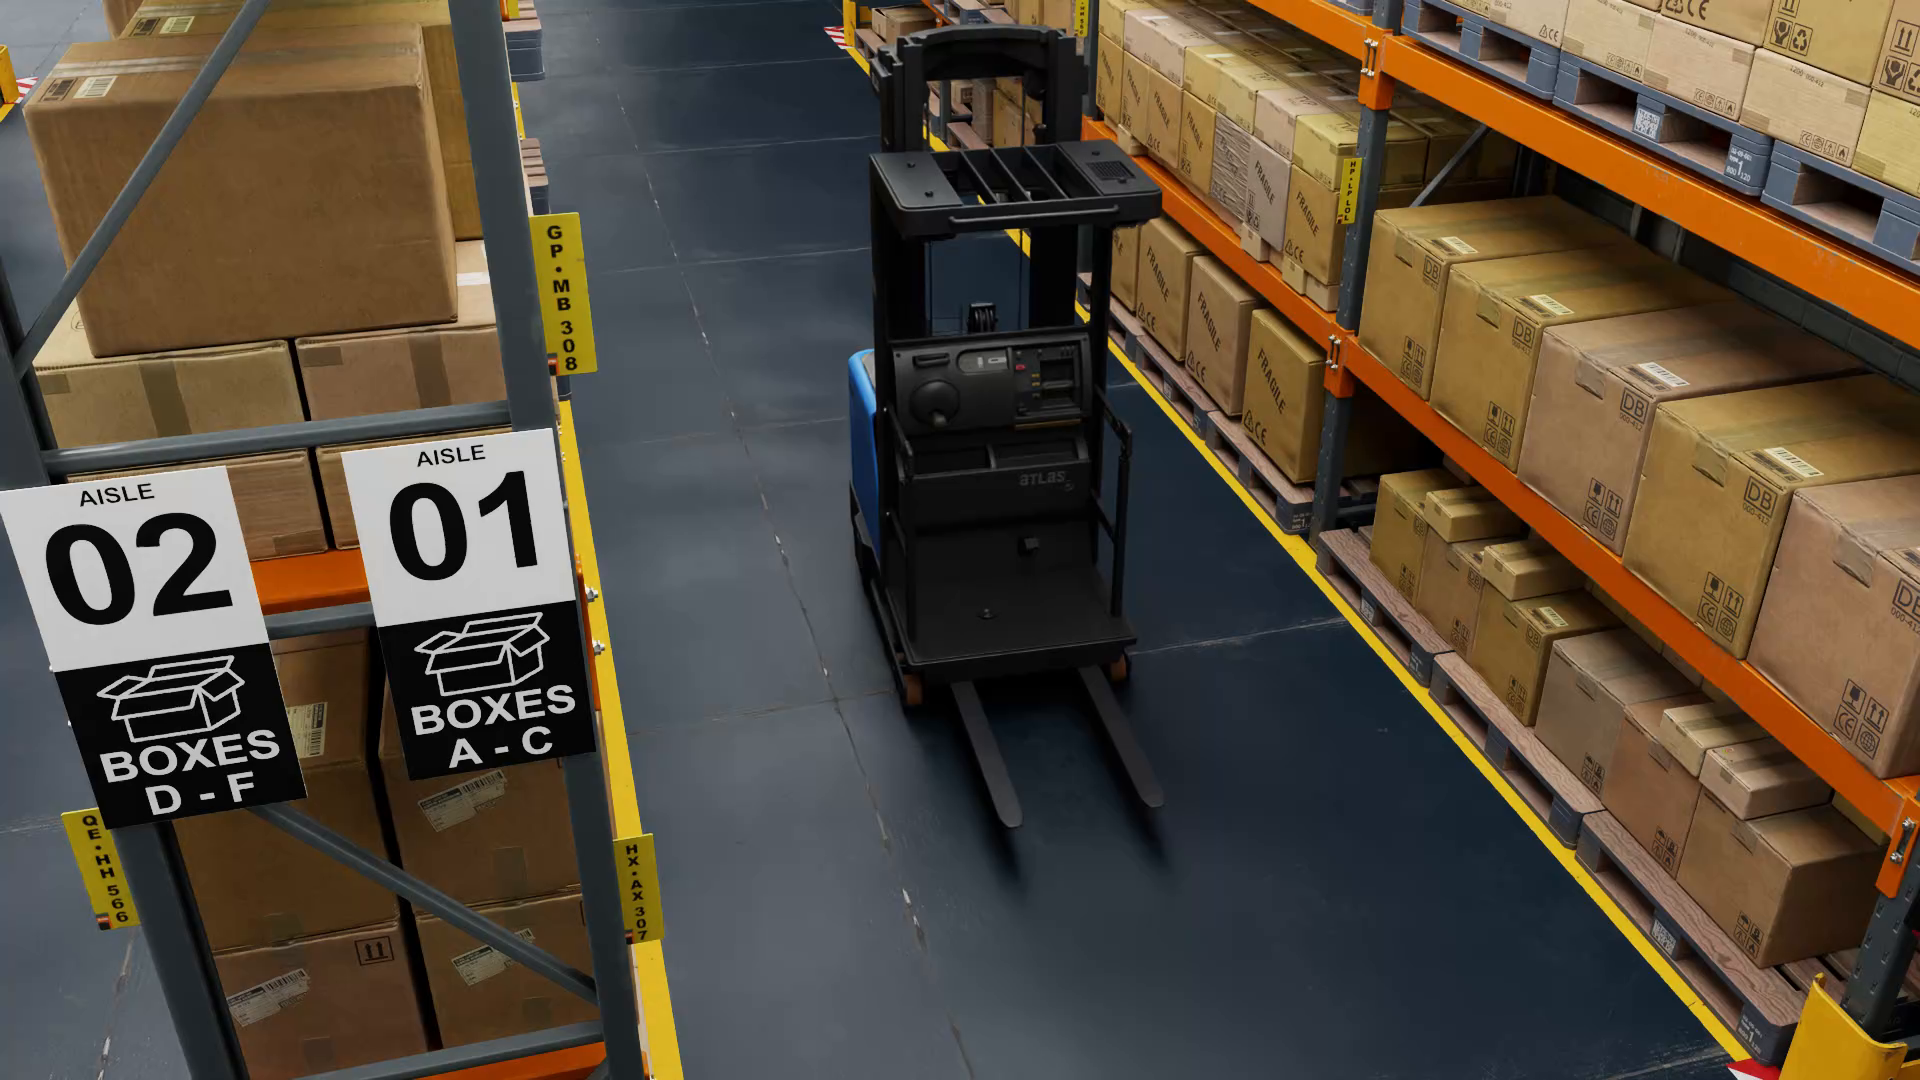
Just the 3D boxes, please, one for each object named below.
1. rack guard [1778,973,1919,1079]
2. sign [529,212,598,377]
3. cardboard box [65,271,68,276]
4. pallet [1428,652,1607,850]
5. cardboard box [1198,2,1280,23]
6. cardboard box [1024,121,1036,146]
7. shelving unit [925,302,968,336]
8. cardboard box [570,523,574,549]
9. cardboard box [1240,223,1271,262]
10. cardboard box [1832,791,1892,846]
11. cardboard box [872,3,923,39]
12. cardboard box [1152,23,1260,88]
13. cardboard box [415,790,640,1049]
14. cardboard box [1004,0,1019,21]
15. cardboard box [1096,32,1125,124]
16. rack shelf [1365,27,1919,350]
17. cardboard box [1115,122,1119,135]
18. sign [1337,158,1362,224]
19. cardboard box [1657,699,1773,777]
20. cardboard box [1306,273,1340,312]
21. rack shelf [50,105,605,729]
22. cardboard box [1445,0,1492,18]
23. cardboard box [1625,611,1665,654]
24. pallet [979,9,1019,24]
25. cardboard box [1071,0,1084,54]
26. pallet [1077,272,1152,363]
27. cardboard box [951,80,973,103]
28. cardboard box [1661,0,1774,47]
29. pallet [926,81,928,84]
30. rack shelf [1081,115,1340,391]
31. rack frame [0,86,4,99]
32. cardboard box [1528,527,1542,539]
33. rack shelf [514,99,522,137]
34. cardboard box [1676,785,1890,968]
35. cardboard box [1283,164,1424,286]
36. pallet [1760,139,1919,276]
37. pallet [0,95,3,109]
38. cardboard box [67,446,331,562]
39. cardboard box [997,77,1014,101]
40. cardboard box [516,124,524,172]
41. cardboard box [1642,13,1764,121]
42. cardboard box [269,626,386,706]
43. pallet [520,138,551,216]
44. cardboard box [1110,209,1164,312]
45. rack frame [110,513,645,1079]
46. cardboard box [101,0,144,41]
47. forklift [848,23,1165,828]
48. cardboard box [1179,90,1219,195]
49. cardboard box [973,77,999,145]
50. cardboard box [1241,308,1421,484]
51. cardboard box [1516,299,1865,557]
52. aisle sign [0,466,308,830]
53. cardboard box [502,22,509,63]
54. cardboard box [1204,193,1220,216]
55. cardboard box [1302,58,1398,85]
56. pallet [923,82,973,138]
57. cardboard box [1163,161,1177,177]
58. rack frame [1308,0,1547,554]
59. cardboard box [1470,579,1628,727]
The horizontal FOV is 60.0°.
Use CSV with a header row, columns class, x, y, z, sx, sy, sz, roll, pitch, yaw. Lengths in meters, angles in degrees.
class,x,y,z,sx,sy,sz,roll,pitch,yaw
rack guard,3.493,1.713,5.791,1.175,0.500,0.348,-8,31,-13
sign,-0.765,-0.469,3.199,0.100,0.325,0.005,-8,31,-13
cardboard box,-1.804,-0.625,3.992,0.500,0.250,0.500,-8,31,-13
pallet,2.879,0.863,7.549,1.003,0.211,1.213,-8,31,-13
cardboard box,1.868,-3.314,10.816,0.500,0.250,0.500,-9,31,-15
cardboard box,0.938,-3.194,13.830,0.700,0.500,0.500,-8,31,-14
shelving unit,-0.085,-0.727,9.308,0.258,1.200,0.189,-6,31,-11
cardboard box,-1.298,0.303,4.634,0.500,0.500,0.500,-8,31,-13
cardboard box,1.820,-1.708,9.437,0.380,0.149,0.250,-8,31,-13
cardboard box,3.430,0.948,6.047,0.380,0.149,0.250,-8,31,-13
cardboard box,-0.663,-5.789,18.502,0.500,0.311,0.500,-11,32,-19
cardboard box,1.515,-2.996,10.266,0.500,0.250,0.500,-8,31,-13
cardboard box,-1.152,0.987,4.450,0.500,0.500,0.500,-7,31,-12
cardboard box,0.750,-4.575,13.621,0.700,0.500,0.500,-4,30,-6
cardboard box,1.245,-3.156,11.292,0.500,0.500,0.500,-7,31,-12
rack shelf,2.956,-1.333,6.283,1.077,0.370,4.000,-8,31,-13
cardboard box,1.286,-2.832,11.378,0.380,0.149,0.250,-7,31,-13
sign,1.904,-1.702,8.120,0.100,0.325,0.005,-8,31,-13
cardboard box,2.926,0.753,6.383,0.380,0.149,0.250,-7,31,-12
cardboard box,2.062,-1.338,8.798,0.380,0.149,0.250,-8,31,-13
rack shelf,-1.819,-0.673,5.142,1.077,0.370,4.000,-8,31,-13
cardboard box,2.354,-2.402,7.042,0.500,0.250,0.500,-8,31,-13
cardboard box,3.092,0.336,7.104,0.380,0.149,0.250,-8,31,-13
pallet,0.798,-4.112,13.551,1.003,0.211,1.213,-8,31,-13
cardboard box,1.229,-3.704,12.115,0.700,0.500,0.500,-12,32,-19
pallet,1.500,-1.647,11.884,1.003,0.211,1.213,-8,31,-13
cardboard box,0.130,-4.395,16.238,0.380,0.166,0.250,-12,32,-20
cardboard box,2.760,-1.975,5.555,0.500,0.500,0.500,-9,31,-15
pallet,-0.238,-4.879,17.469,1.003,0.211,1.213,-8,31,-13
rack shelf,1.894,-1.967,10.372,1.077,0.370,4.000,-8,31,-13
rack frame,-10.312,-5.791,16.260,1.000,3.000,0.127,-8,31,-13
cardboard box,2.890,-0.033,7.742,0.380,0.149,0.250,-9,31,-15
rack shelf,-2.881,-2.605,8.480,1.077,0.370,4.000,-8,31,-13
cardboard box,3.204,1.195,6.267,0.700,0.500,0.500,-8,31,-13
cardboard box,2.059,-1.682,8.746,0.500,0.500,0.500,-8,31,-14
pallet,3.279,-0.997,5.073,1.003,0.211,1.213,-8,31,-13
pallet,-10.036,-4.160,16.227,1.003,0.211,1.213,-8,31,-13
cardboard box,-1.679,-0.166,3.698,0.500,0.250,0.500,-8,31,-13
cardboard box,0.633,-4.044,14.550,0.500,0.250,0.500,-8,31,-14
cardboard box,-1.439,-0.935,4.528,0.500,0.250,0.500,-8,31,-13
cardboard box,2.754,-1.659,5.759,0.500,0.250,0.500,-9,31,-15
cardboard box,-1.807,0.382,4.498,0.500,0.500,0.500,-7,31,-12
pallet,-3.164,-2.183,10.218,1.213,0.211,1.003,-8,31,-13
cardboard box,1.432,-2.123,11.650,0.750,0.750,0.750,-8,31,-14
rack frame,-1.289,1.280,4.044,1.000,3.000,0.127,-8,31,-13
cardboard box,-1.728,-1.220,4.271,0.700,0.500,0.500,-8,31,-13
forklift,0.202,-0.679,7.498,1.130,2.935,3.031,-6,31,-11
cardboard box,1.652,-2.412,10.006,0.500,0.500,0.500,-7,31,-12
cardboard box,0.513,-3.931,15.104,0.700,0.500,0.500,-7,31,-12
cardboard box,2.127,-0.860,9.469,0.750,0.750,0.750,-7,31,-13
cardboard box,2.944,-0.475,6.776,0.980,0.700,0.700,-9,31,-16
aisle sign,-1.566,0.229,3.266,0.394,0.787,0.004,-8,31,-13
cardboard box,-1.830,-1.661,5.782,0.500,0.250,0.500,-8,31,-13
cardboard box,1.708,-2.087,10.092,0.380,0.149,0.250,-7,31,-12
cardboard box,2.271,-2.568,9.526,0.500,0.250,0.500,-9,31,-15
pallet,0.089,-4.289,16.449,1.003,0.211,1.213,-8,31,-13
cardboard box,1.537,-2.463,10.741,0.380,0.149,0.250,-7,31,-12
rack frame,2.425,-1.312,8.523,1.000,3.000,0.127,-8,31,-13
cardboard box,2.789,0.454,7.548,0.700,0.500,0.500,-7,31,-12
